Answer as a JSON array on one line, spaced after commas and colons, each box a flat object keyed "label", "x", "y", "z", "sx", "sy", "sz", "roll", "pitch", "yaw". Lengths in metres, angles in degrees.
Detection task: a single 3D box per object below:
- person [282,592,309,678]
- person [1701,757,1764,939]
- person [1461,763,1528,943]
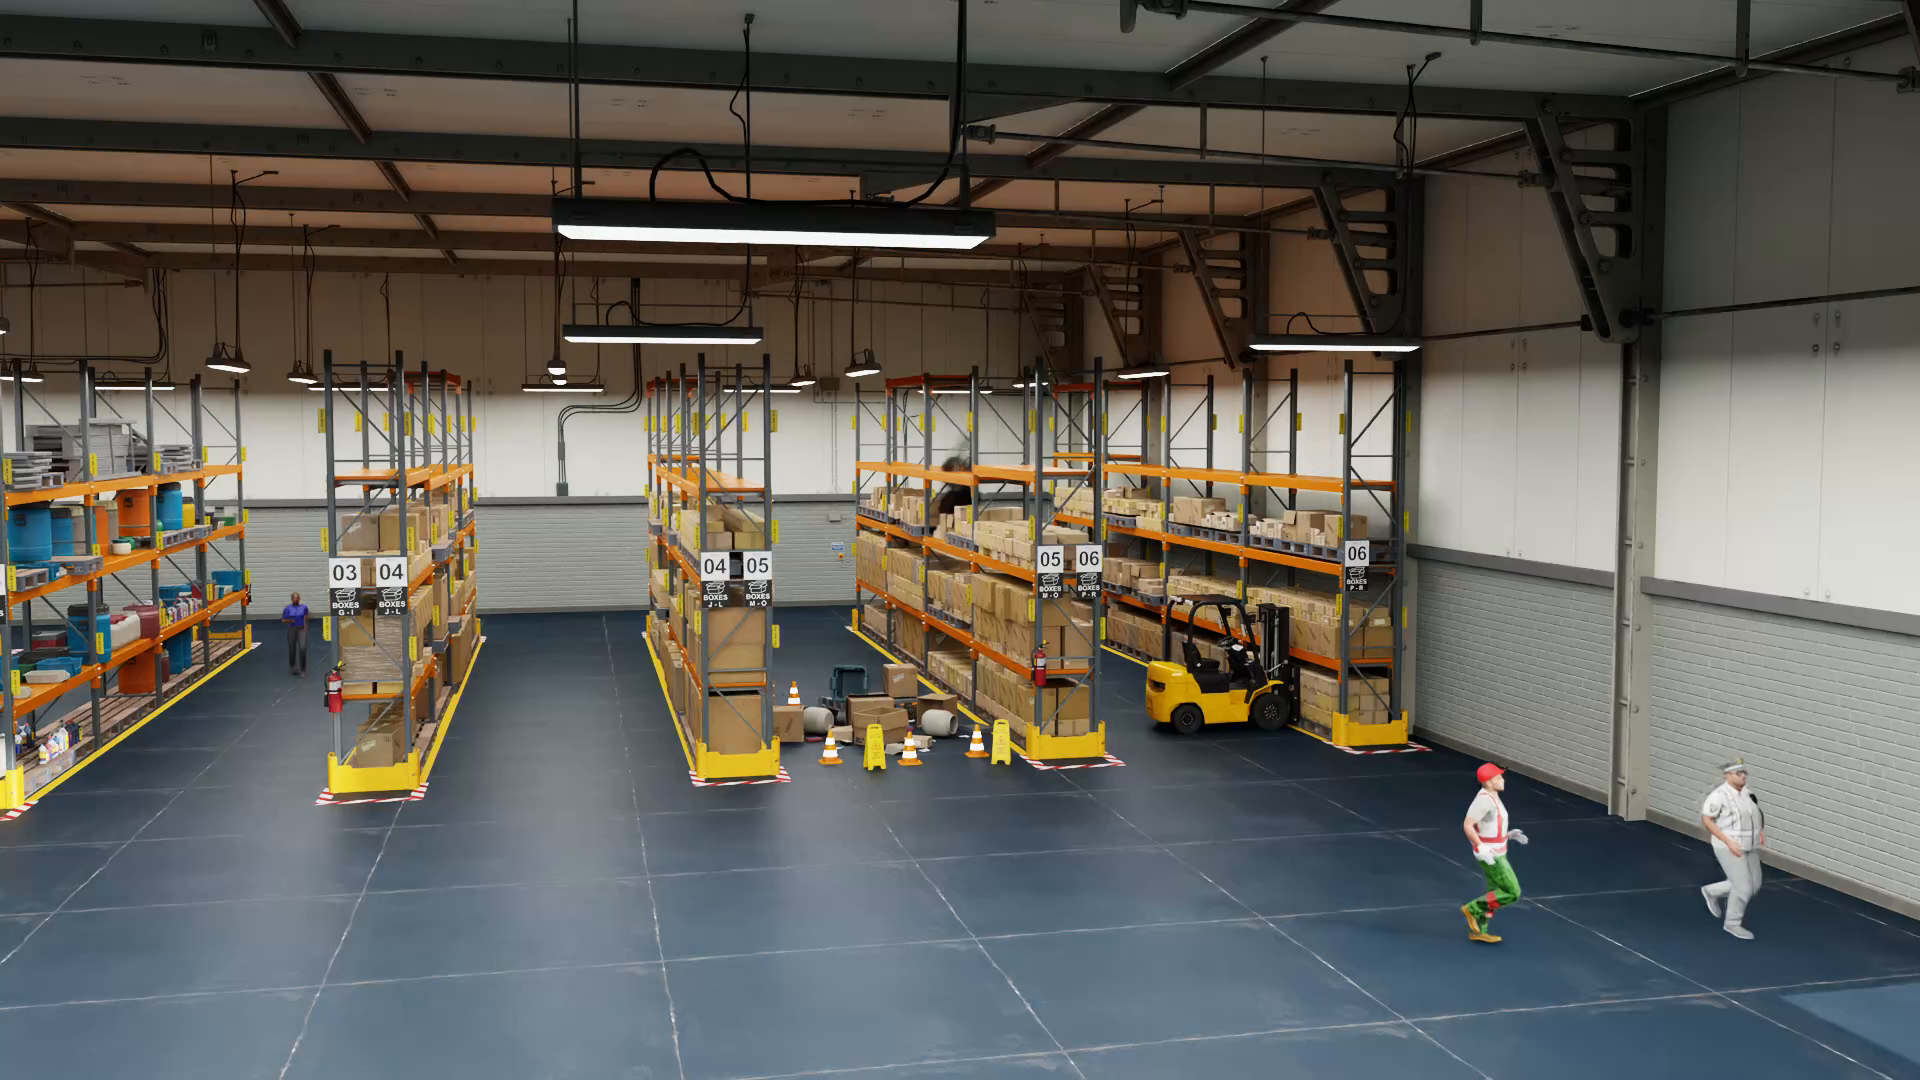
[{"label": "person", "x": -13.193, "y": 1.880, "z": 33.053, "sx": 0.519, "sy": 1.706, "sz": 0.801, "roll": -2, "pitch": 4, "yaw": -24}, {"label": "person", "x": 7.596, "y": 2.997, "z": 16.406, "sx": 0.658, "sy": 1.763, "sz": 0.612, "roll": -2, "pitch": 5, "yaw": -31}, {"label": "person", "x": 5.146, "y": 3.018, "z": 15.995, "sx": 0.587, "sy": 1.739, "sz": 0.656, "roll": 2, "pitch": 4, "yaw": 23}]
